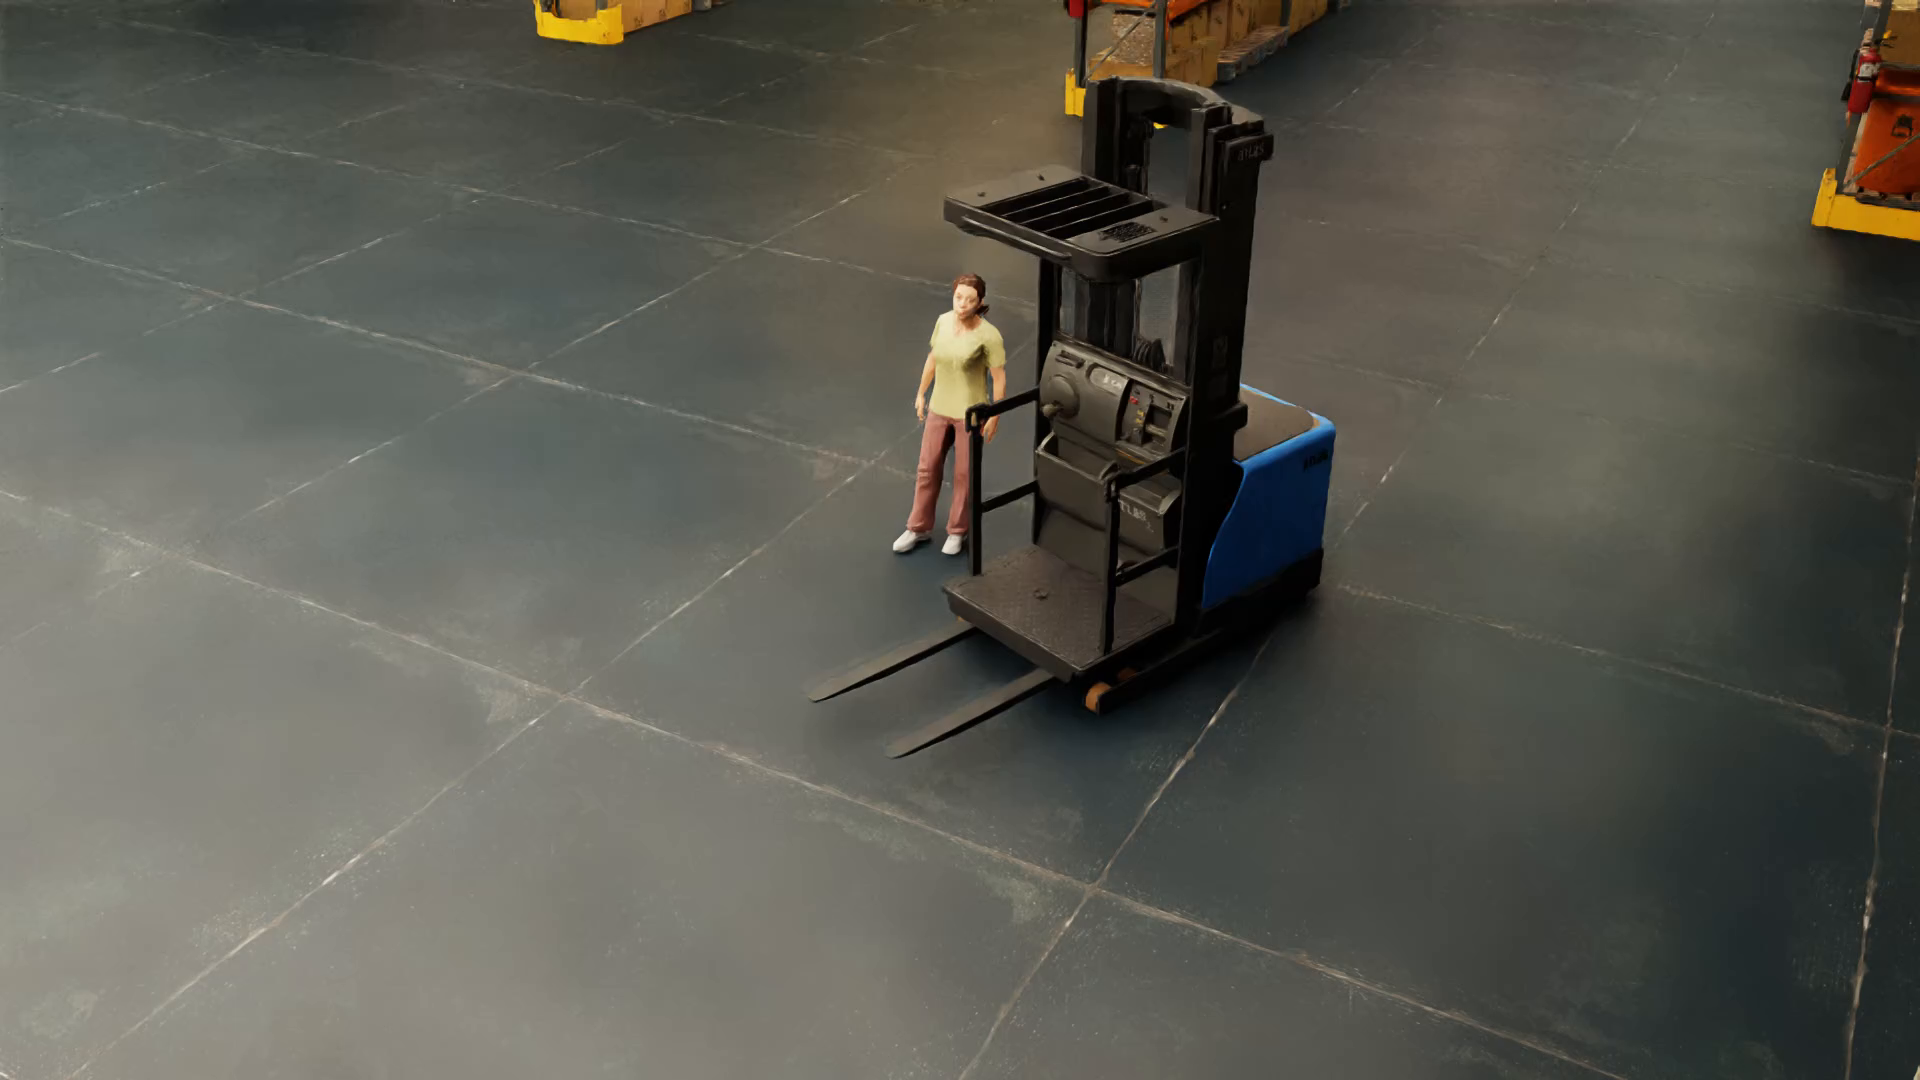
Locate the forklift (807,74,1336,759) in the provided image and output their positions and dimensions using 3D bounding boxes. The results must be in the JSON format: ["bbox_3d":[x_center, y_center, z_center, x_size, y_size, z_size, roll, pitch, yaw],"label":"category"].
[{"bbox_3d":[0.603,-0.676,8.243,3.031,2.935,1.130,-24,37,-35],"label":"forklift"}]

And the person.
[{"bbox_3d":[-0.046,-0.704,9.527,0.554,1.674,0.546,15,33,25],"label":"person"}]
